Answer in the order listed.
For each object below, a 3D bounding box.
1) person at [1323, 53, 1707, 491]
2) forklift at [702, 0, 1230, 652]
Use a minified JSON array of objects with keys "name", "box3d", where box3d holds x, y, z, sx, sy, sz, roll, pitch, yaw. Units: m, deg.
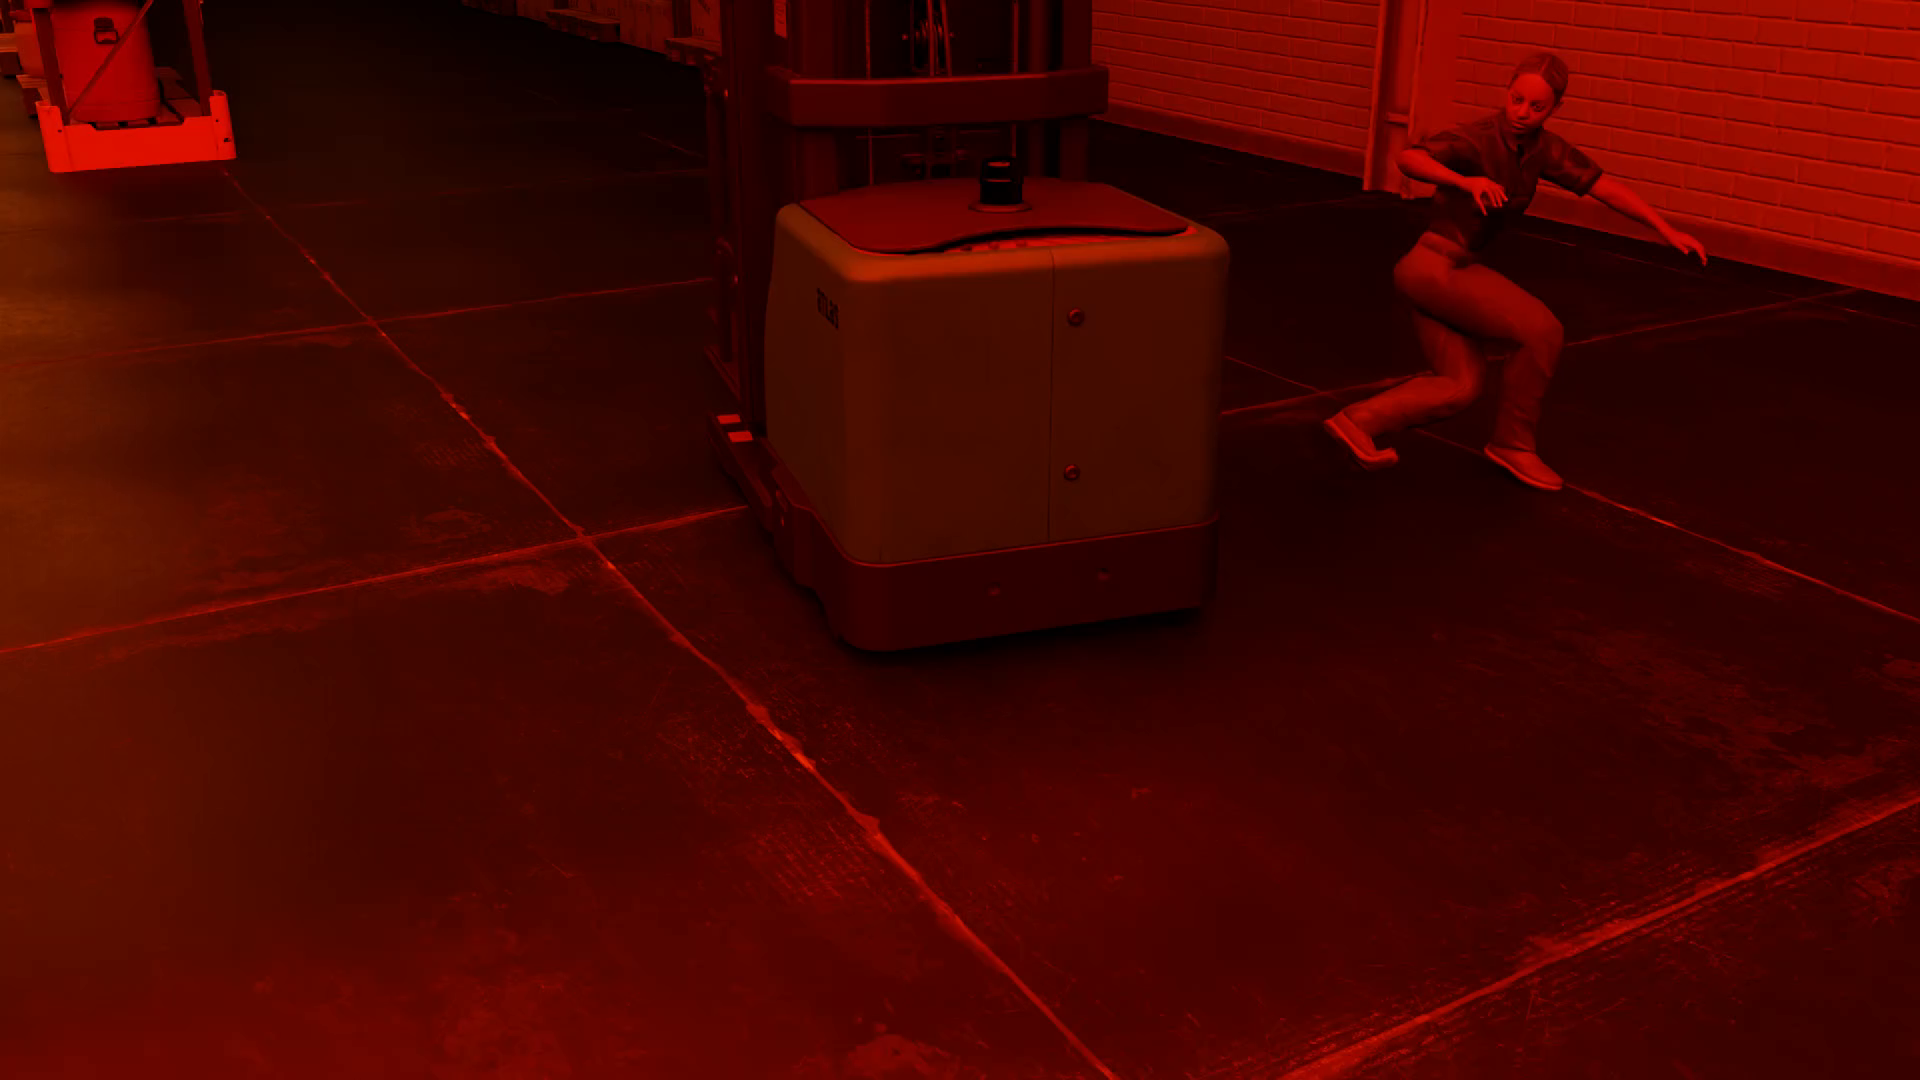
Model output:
[{"name":"person","box3d":[1.750,-0.802,5.260,1.088,1.406,0.795,10,24,23]},{"name":"forklift","box3d":[-0.245,-1.601,5.175,1.130,2.935,3.031,-7,23,-17]}]
